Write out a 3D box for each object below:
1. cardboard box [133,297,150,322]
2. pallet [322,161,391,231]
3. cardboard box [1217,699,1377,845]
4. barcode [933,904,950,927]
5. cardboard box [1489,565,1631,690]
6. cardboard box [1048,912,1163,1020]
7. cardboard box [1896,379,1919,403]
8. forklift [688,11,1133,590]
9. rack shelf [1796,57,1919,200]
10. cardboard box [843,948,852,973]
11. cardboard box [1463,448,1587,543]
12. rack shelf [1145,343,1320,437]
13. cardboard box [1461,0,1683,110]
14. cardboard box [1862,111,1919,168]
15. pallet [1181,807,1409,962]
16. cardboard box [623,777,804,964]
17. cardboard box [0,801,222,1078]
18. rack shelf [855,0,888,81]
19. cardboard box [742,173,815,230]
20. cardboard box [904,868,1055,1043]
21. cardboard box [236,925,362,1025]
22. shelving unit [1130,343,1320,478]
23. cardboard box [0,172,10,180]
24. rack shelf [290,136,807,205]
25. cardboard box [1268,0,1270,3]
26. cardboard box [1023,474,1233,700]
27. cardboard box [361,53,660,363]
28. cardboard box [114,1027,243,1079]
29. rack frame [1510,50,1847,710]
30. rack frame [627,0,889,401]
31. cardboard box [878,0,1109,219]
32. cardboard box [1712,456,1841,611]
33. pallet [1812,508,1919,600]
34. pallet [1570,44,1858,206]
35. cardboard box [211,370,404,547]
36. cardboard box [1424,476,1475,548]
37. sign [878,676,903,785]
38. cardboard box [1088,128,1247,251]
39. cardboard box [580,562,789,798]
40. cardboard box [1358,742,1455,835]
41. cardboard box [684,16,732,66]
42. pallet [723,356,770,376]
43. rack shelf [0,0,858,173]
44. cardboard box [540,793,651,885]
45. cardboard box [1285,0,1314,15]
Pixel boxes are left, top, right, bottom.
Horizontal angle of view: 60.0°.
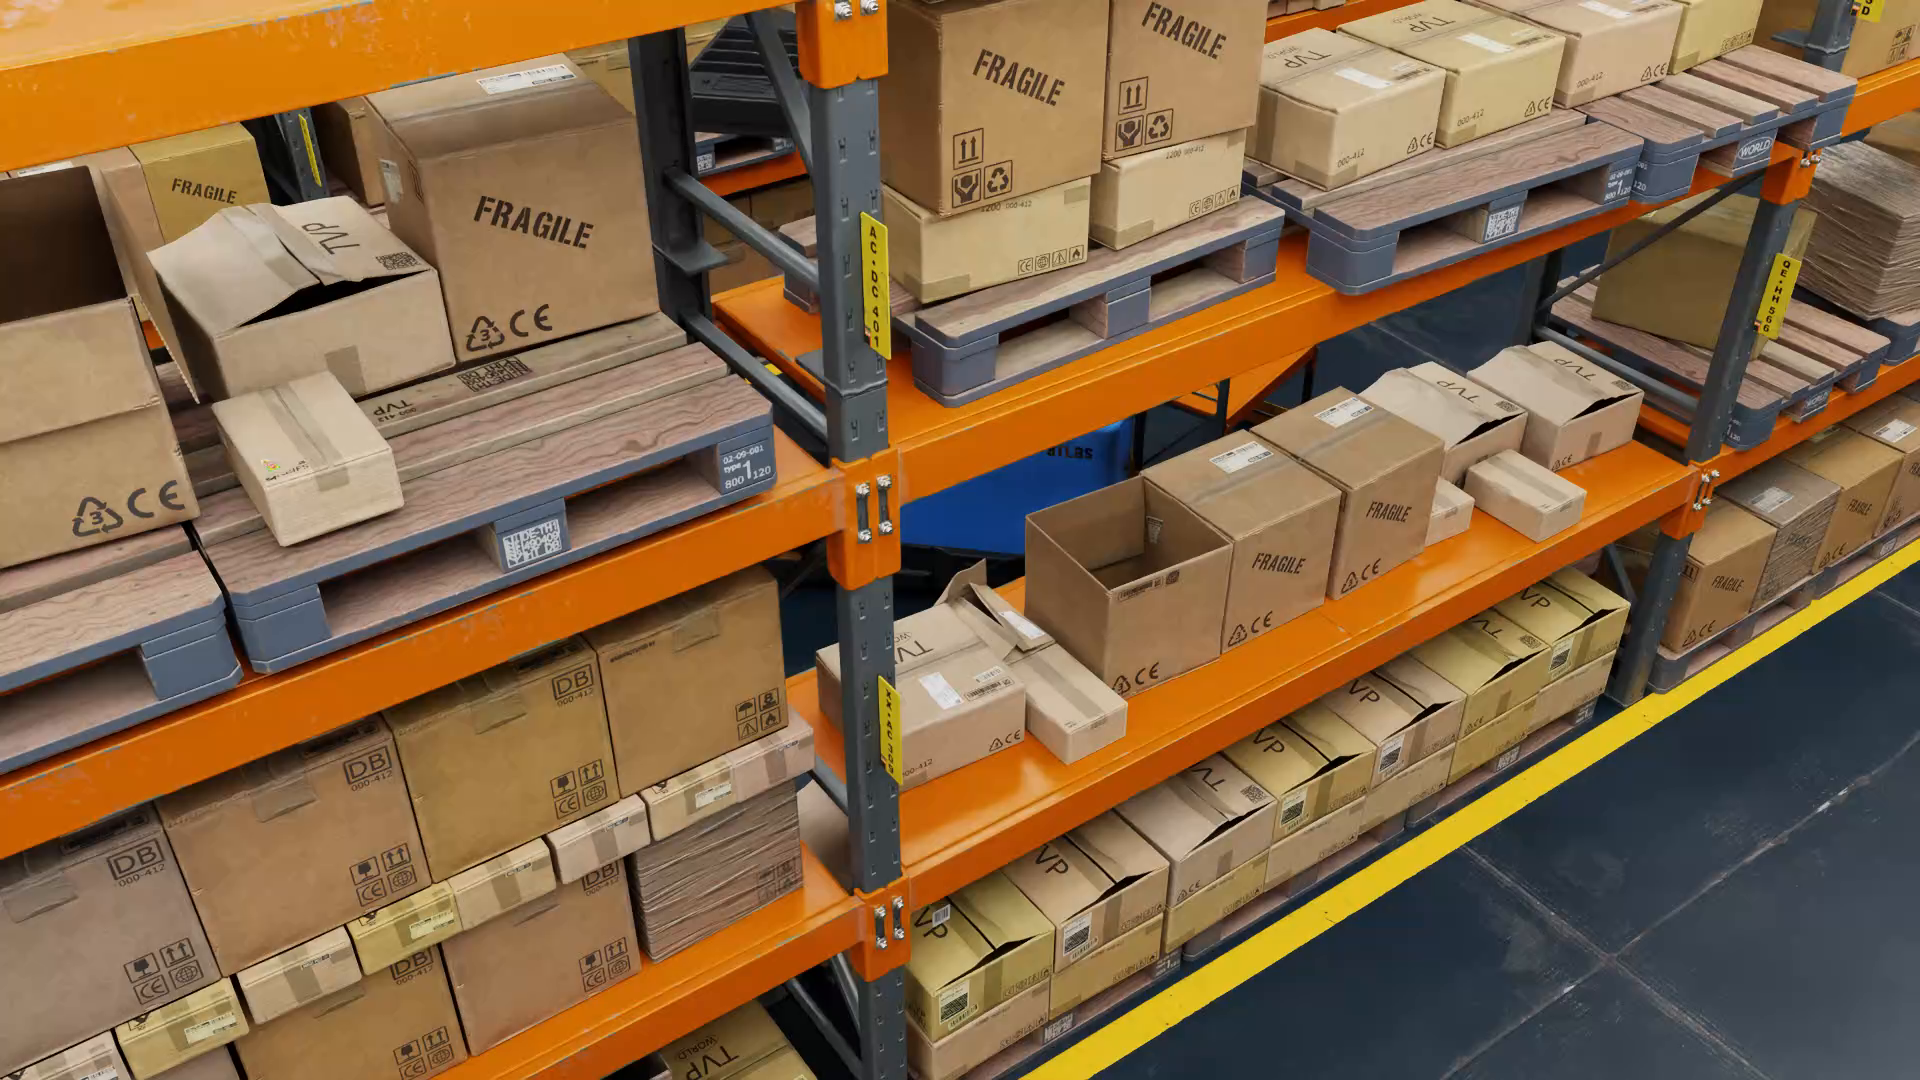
[{"bbox_3d":[-3.989,-1.209,7.787,0.500,0.250,0.500,-22,41,-28],"label":"cardboard box"},{"bbox_3d":[-2.656,-1.839,8.716,1.213,0.211,1.003,-22,41,-28],"label":"pallet"},{"bbox_3d":[1.230,0.814,6.378,0.500,0.311,0.500,-21,41,-27],"label":"cardboard box"},{"bbox_3d":[-0.059,1.193,5.278,0.075,0.075,0.001,-22,41,-28],"label":"barcode"},{"bbox_3d":[2.476,0.300,7.092,0.500,0.311,0.500,-21,41,-27],"label":"cardboard box"},{"bbox_3d":[0.383,1.391,6.056,0.500,0.250,0.500,-21,41,-27],"label":"cardboard box"},{"bbox_3d":[4.974,-0.588,8.575,0.500,0.500,0.500,-22,41,-27],"label":"cardboard box"},{"bbox_3d":[-0.674,-1.270,7.819,3.031,2.935,1.130,6,36,8],"label":"forklift"},{"bbox_3d":[4.397,-2.310,7.254,4.000,0.370,1.077,-22,41,-28],"label":"rack shelf"},{"bbox_3d":[-0.336,1.302,6.180,0.500,0.250,0.500,-23,42,-28],"label":"cardboard box"},{"bbox_3d":[2.186,-0.175,6.454,0.250,0.149,0.380,-22,41,-28],"label":"cardboard box"},{"bbox_3d":[1.419,-0.848,8.765,0.538,0.185,1.000,24,42,29],"label":"rack shelf"},{"bbox_3d":[2.005,-1.675,5.523,0.500,0.250,0.500,-21,41,-27],"label":"cardboard box"},{"bbox_3d":[4.623,-1.645,7.836,0.700,0.500,0.500,26,43,32],"label":"cardboard box"},{"bbox_3d":[1.070,1.086,6.872,1.213,0.211,1.003,-22,41,-28],"label":"pallet"},{"bbox_3d":[-0.867,0.745,4.873,0.500,0.500,0.700,-24,42,-29],"label":"cardboard box"},{"bbox_3d":[-2.097,0.725,3.790,0.500,0.500,0.700,-22,41,-28],"label":"cardboard box"},{"bbox_3d":[1.127,-2.020,4.624,4.000,0.370,1.077,-22,41,-28],"label":"rack shelf"},{"bbox_3d":[-1.155,-2.114,10.056,0.500,0.250,0.500,-22,41,-27],"label":"cardboard box"},{"bbox_3d":[-0.026,1.332,5.658,0.500,0.311,0.500,-22,41,-28],"label":"cardboard box"},{"bbox_3d":[-1.645,0.950,4.033,0.250,0.149,0.380,-21,41,-27],"label":"cardboard box"},{"bbox_3d":[1.424,-0.998,8.666,0.587,1.500,1.083,24,42,29],"label":"shelving unit"},{"bbox_3d":[-4.395,-1.340,7.326,0.500,0.500,0.500,-24,42,-29],"label":"cardboard box"},{"bbox_3d":[-1.730,-2.110,9.544,4.000,0.370,1.077,-22,41,-28],"label":"rack shelf"},{"bbox_3d":[1.711,-3.803,10.924,0.500,0.500,0.500,-21,41,-27],"label":"cardboard box"},{"bbox_3d":[0.560,0.165,5.679,0.500,0.500,0.500,-19,40,-25],"label":"cardboard box"},{"bbox_3d":[-1.071,-0.809,3.984,0.500,0.500,0.500,-19,40,-24],"label":"cardboard box"},{"bbox_3d":[-2.124,1.265,4.149,0.500,0.500,0.700,-21,41,-27],"label":"cardboard box"},{"bbox_3d":[2.762,-0.712,6.984,0.127,3.000,1.000,-22,41,-28],"label":"rack frame"},{"bbox_3d":[-0.508,-1.802,3.362,0.127,3.000,1.000,-22,41,-28],"label":"rack frame"},{"bbox_3d":[0.019,-1.187,4.202,0.500,0.500,0.500,-22,41,-27],"label":"cardboard box"},{"bbox_3d":[3.723,-0.071,7.857,0.500,0.500,0.500,-24,42,-29],"label":"cardboard box"},{"bbox_3d":[4.390,-0.221,8.690,1.213,0.211,1.003,-22,41,-28],"label":"pallet"},{"bbox_3d":[2.259,-1.582,5.787,1.003,0.211,1.213,-20,40,-26],"label":"pallet"},{"bbox_3d":[-1.336,-0.173,3.402,0.250,0.149,0.380,-22,41,-28],"label":"cardboard box"},{"bbox_3d":[1.752,-0.154,6.424,0.250,0.149,0.380,-19,40,-25],"label":"cardboard box"},{"bbox_3d":[-0.187,0.514,4.470,0.005,0.325,0.100,-22,41,-28],"label":"sign"},{"bbox_3d":[0.449,-1.083,4.699,0.500,0.250,0.500,-27,44,-32],"label":"cardboard box"},{"bbox_3d":[-0.867,0.219,4.494,0.500,0.500,0.700,-22,41,-28],"label":"cardboard box"},{"bbox_3d":[1.640,0.870,6.780,0.500,0.250,0.500,-21,41,-27],"label":"cardboard box"},{"bbox_3d":[-1.479,-2.701,9.288,0.500,0.500,0.700,-22,41,-28],"label":"cardboard box"},{"bbox_3d":[-1.731,-1.273,10.152,1.213,0.211,1.003,-22,41,-28],"label":"pallet"},{"bbox_3d":[-2.142,-0.675,2.753,4.000,0.370,1.077,-22,41,-28],"label":"rack shelf"},{"bbox_3d":[-1.022,0.695,4.387,0.250,0.149,0.380,-24,42,-29],"label":"cardboard box"},{"bbox_3d":[2.211,-3.748,11.404,0.250,0.149,0.380,-22,41,-28],"label":"cardboard box"}]
